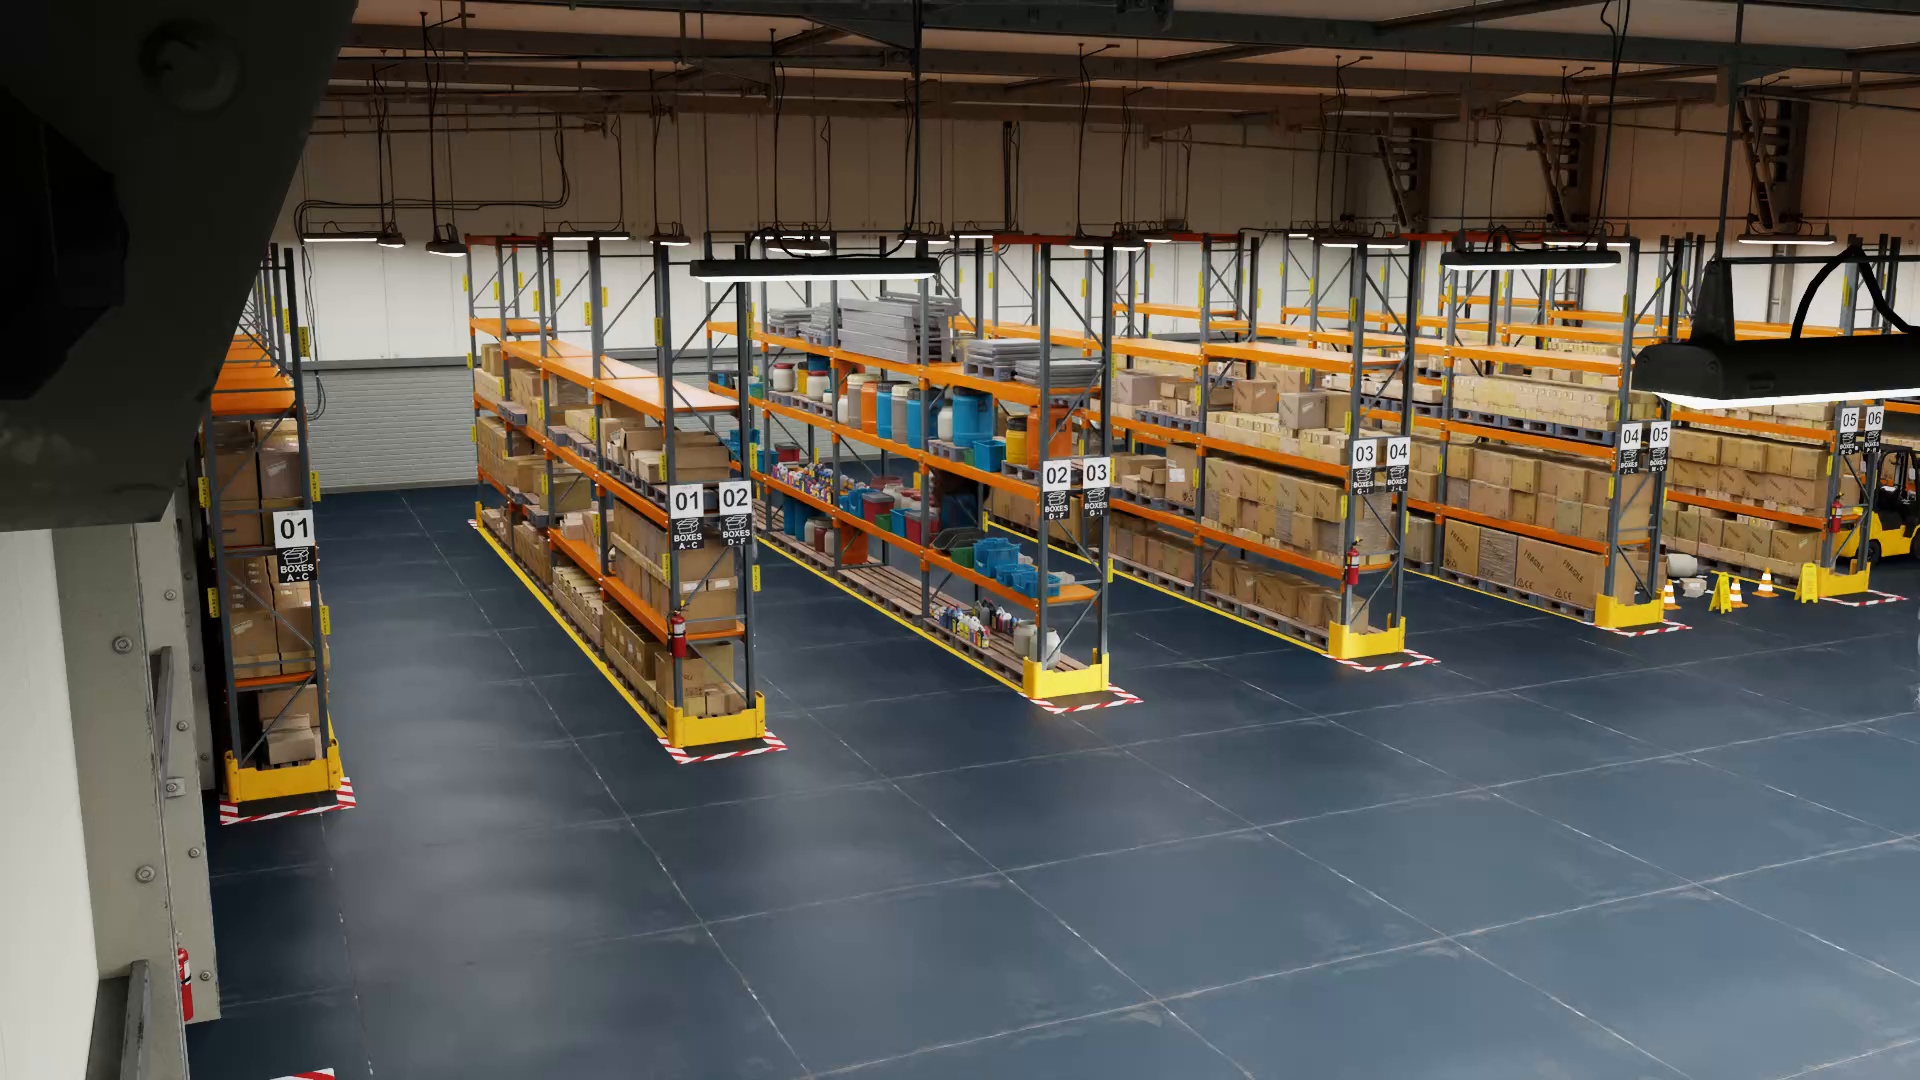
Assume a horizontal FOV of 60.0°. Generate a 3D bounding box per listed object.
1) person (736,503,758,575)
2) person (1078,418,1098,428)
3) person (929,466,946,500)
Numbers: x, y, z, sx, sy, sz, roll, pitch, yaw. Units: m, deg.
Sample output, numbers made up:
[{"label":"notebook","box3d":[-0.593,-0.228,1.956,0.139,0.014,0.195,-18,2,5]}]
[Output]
[{"label":"person","box3d":[-3.645,-0.080,28.344,0.591,1.697,0.598,-7,13,-33]},{"label":"person","box3d":[3.059,-2.473,41.531,0.664,1.687,0.785,-2,11,-11]},{"label":"person","box3d":[-0.478,-0.807,32.518,0.657,1.758,0.971,-8,13,-34]}]
